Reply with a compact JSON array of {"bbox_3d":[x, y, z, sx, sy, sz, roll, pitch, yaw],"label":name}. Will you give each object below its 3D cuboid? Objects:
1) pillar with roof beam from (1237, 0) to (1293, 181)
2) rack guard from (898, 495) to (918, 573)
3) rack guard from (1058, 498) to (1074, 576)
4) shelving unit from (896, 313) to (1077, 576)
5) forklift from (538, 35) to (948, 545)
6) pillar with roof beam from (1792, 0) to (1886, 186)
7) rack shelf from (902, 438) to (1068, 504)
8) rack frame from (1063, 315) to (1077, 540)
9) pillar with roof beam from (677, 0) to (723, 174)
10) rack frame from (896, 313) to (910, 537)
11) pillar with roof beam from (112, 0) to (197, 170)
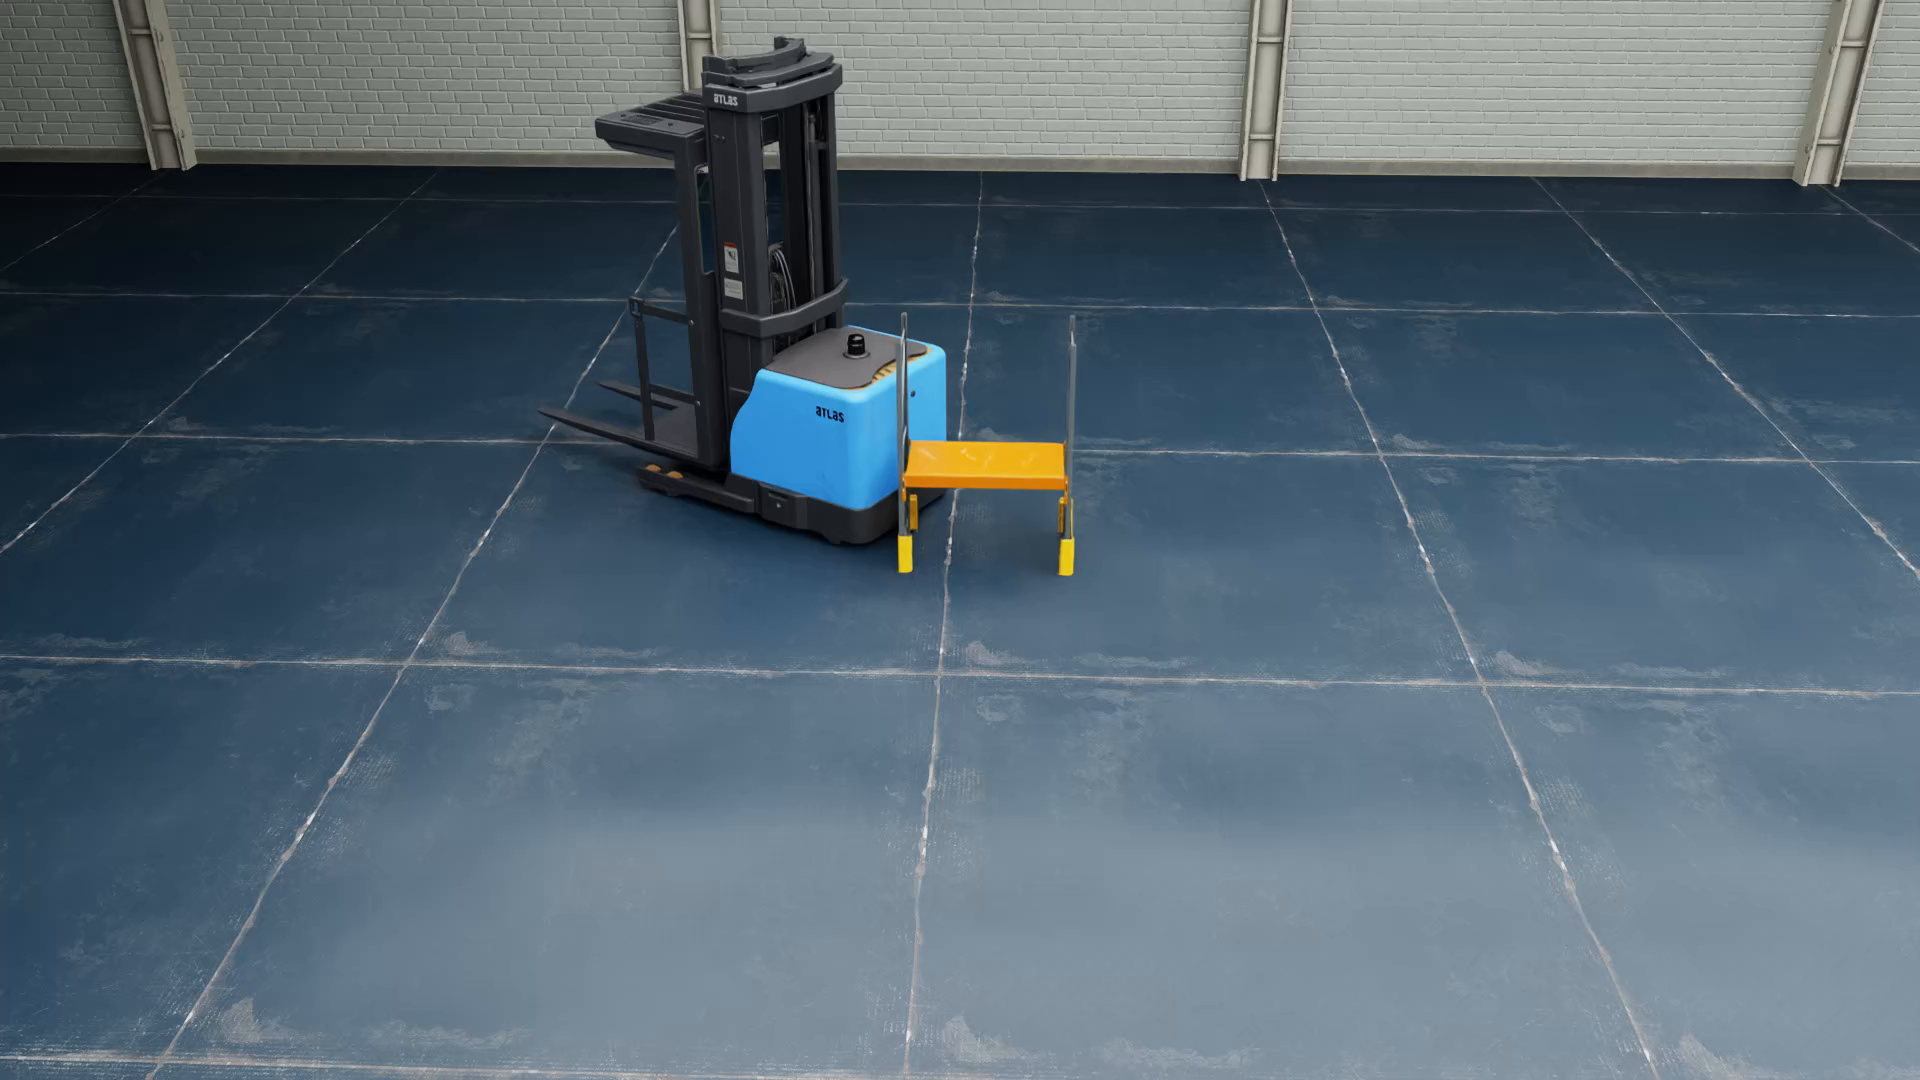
[{"bbox_3d":[3.091,-5.929,12.252,0.400,9.000,9.100,1,28,2],"label":"pillar with roof beam"},{"bbox_3d":[-0.328,-0.044,10.492,0.087,0.250,0.587,1,28,2],"label":"rack guard"},{"bbox_3d":[0.667,-0.024,10.454,0.087,0.250,0.587,1,28,2],"label":"rack guard"},{"bbox_3d":[0.170,-0.586,10.180,1.083,1.500,0.587,1,28,2],"label":"shelving unit"},{"bbox_3d":[-1.592,-1.779,10.901,3.031,2.935,1.130,17,32,29],"label":"forklift"},{"bbox_3d":[9.087,-5.830,12.065,0.400,9.000,9.100,1,28,2],"label":"pillar with roof beam"},{"bbox_3d":[0.160,-0.428,10.265,1.000,0.185,0.538,1,28,2],"label":"rack shelf"},{"bbox_3d":[0.668,-0.576,10.161,0.032,1.500,0.500,1,28,2],"label":"rack frame"},{"bbox_3d":[-2.906,-6.028,12.439,0.400,9.000,9.100,1,28,2],"label":"pillar with roof beam"},{"bbox_3d":[-0.347,-0.597,10.200,0.032,1.500,0.500,1,28,2],"label":"rack frame"},{"bbox_3d":[-8.902,-6.127,12.626,0.400,9.000,9.100,1,28,2],"label":"pillar with roof beam"}]
